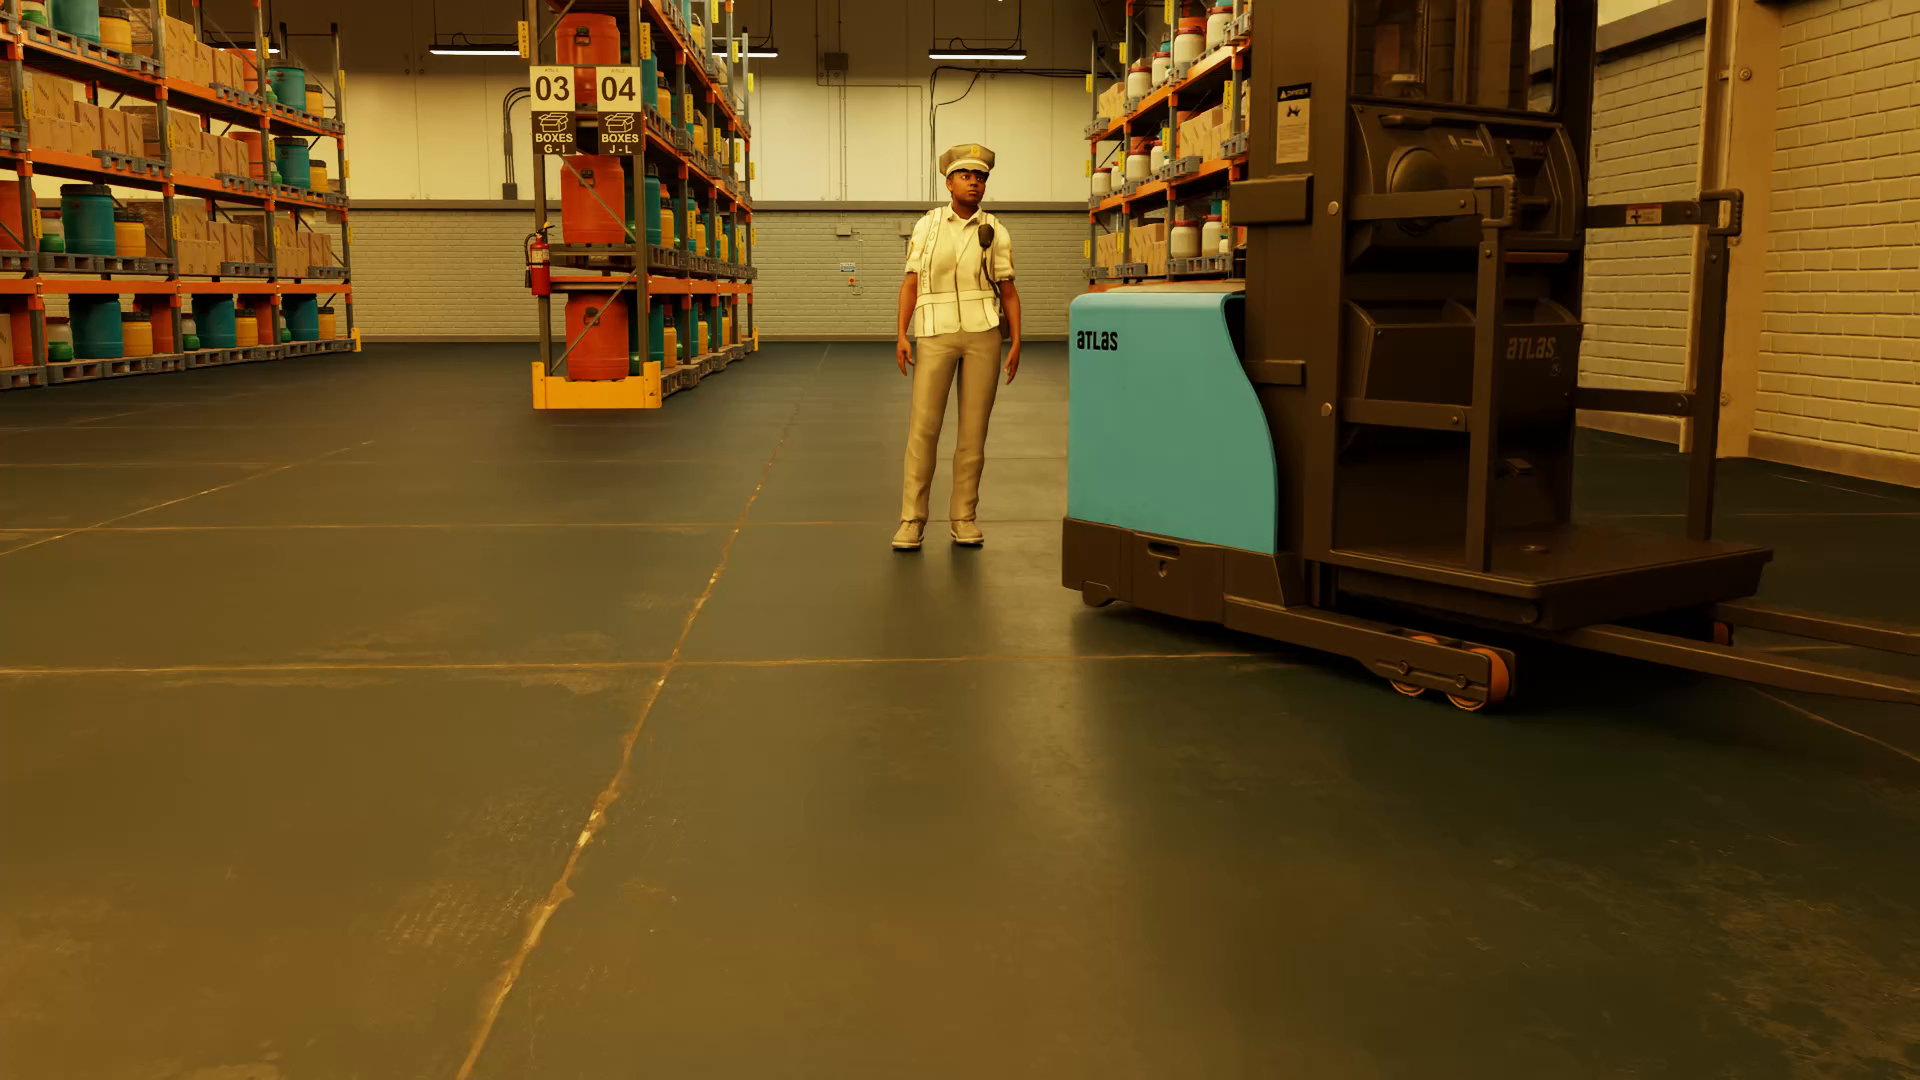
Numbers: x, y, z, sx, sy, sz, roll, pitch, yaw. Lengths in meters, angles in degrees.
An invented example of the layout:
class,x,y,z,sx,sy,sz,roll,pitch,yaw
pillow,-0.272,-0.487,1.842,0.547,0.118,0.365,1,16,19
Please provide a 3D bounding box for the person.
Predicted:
class,x,y,z,sx,sy,sz,roll,pitch,yaw
person,-0.015,-0.834,7.109,0.570,1.695,0.530,-1,8,-4

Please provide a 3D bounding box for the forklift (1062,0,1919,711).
class,x,y,z,sx,sy,sz,roll,pitch,yaw
forklift,1.599,-1.085,4.636,1.130,2.935,3.031,-6,10,-34
